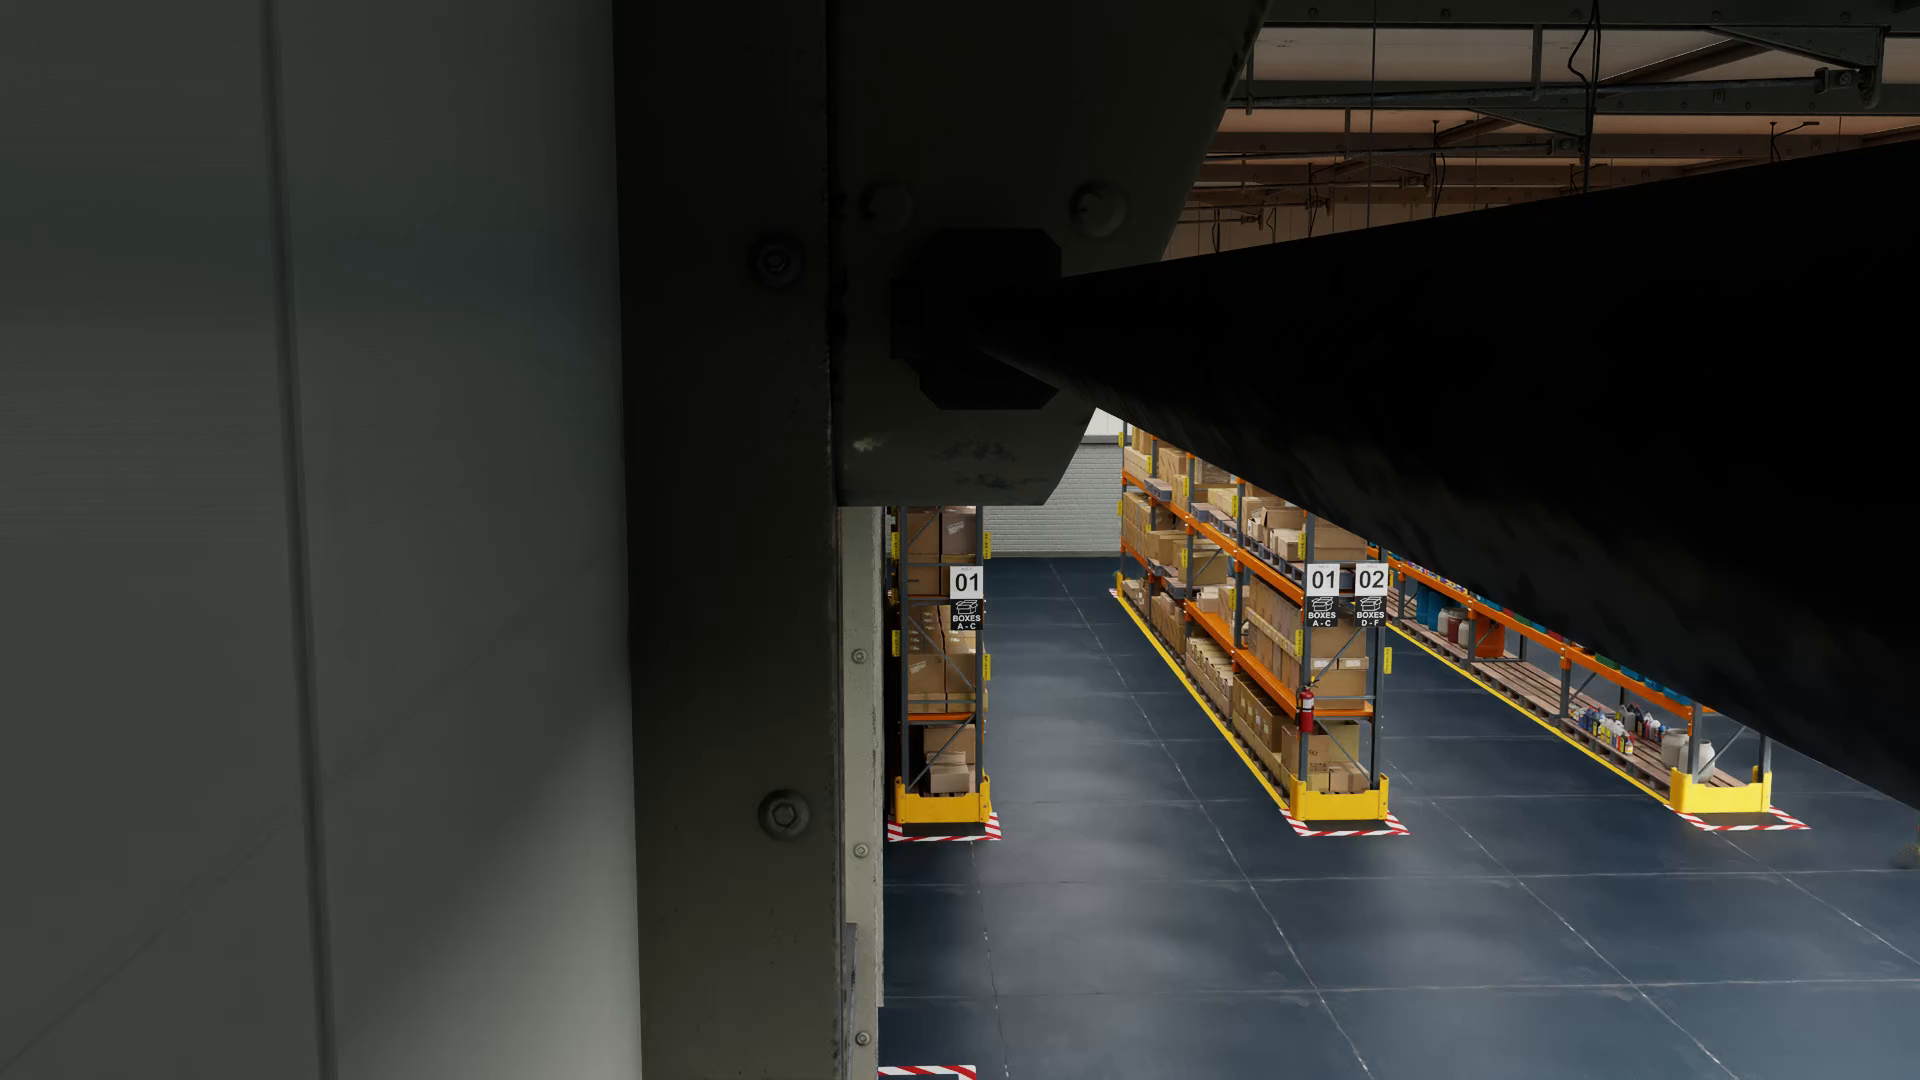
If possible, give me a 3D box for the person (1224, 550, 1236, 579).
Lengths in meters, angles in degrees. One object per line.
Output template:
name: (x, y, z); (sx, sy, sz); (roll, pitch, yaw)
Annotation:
person: (5.824, 0.367, 36.450); (0.743, 1.703, 0.504); (-4, 9, -29)
